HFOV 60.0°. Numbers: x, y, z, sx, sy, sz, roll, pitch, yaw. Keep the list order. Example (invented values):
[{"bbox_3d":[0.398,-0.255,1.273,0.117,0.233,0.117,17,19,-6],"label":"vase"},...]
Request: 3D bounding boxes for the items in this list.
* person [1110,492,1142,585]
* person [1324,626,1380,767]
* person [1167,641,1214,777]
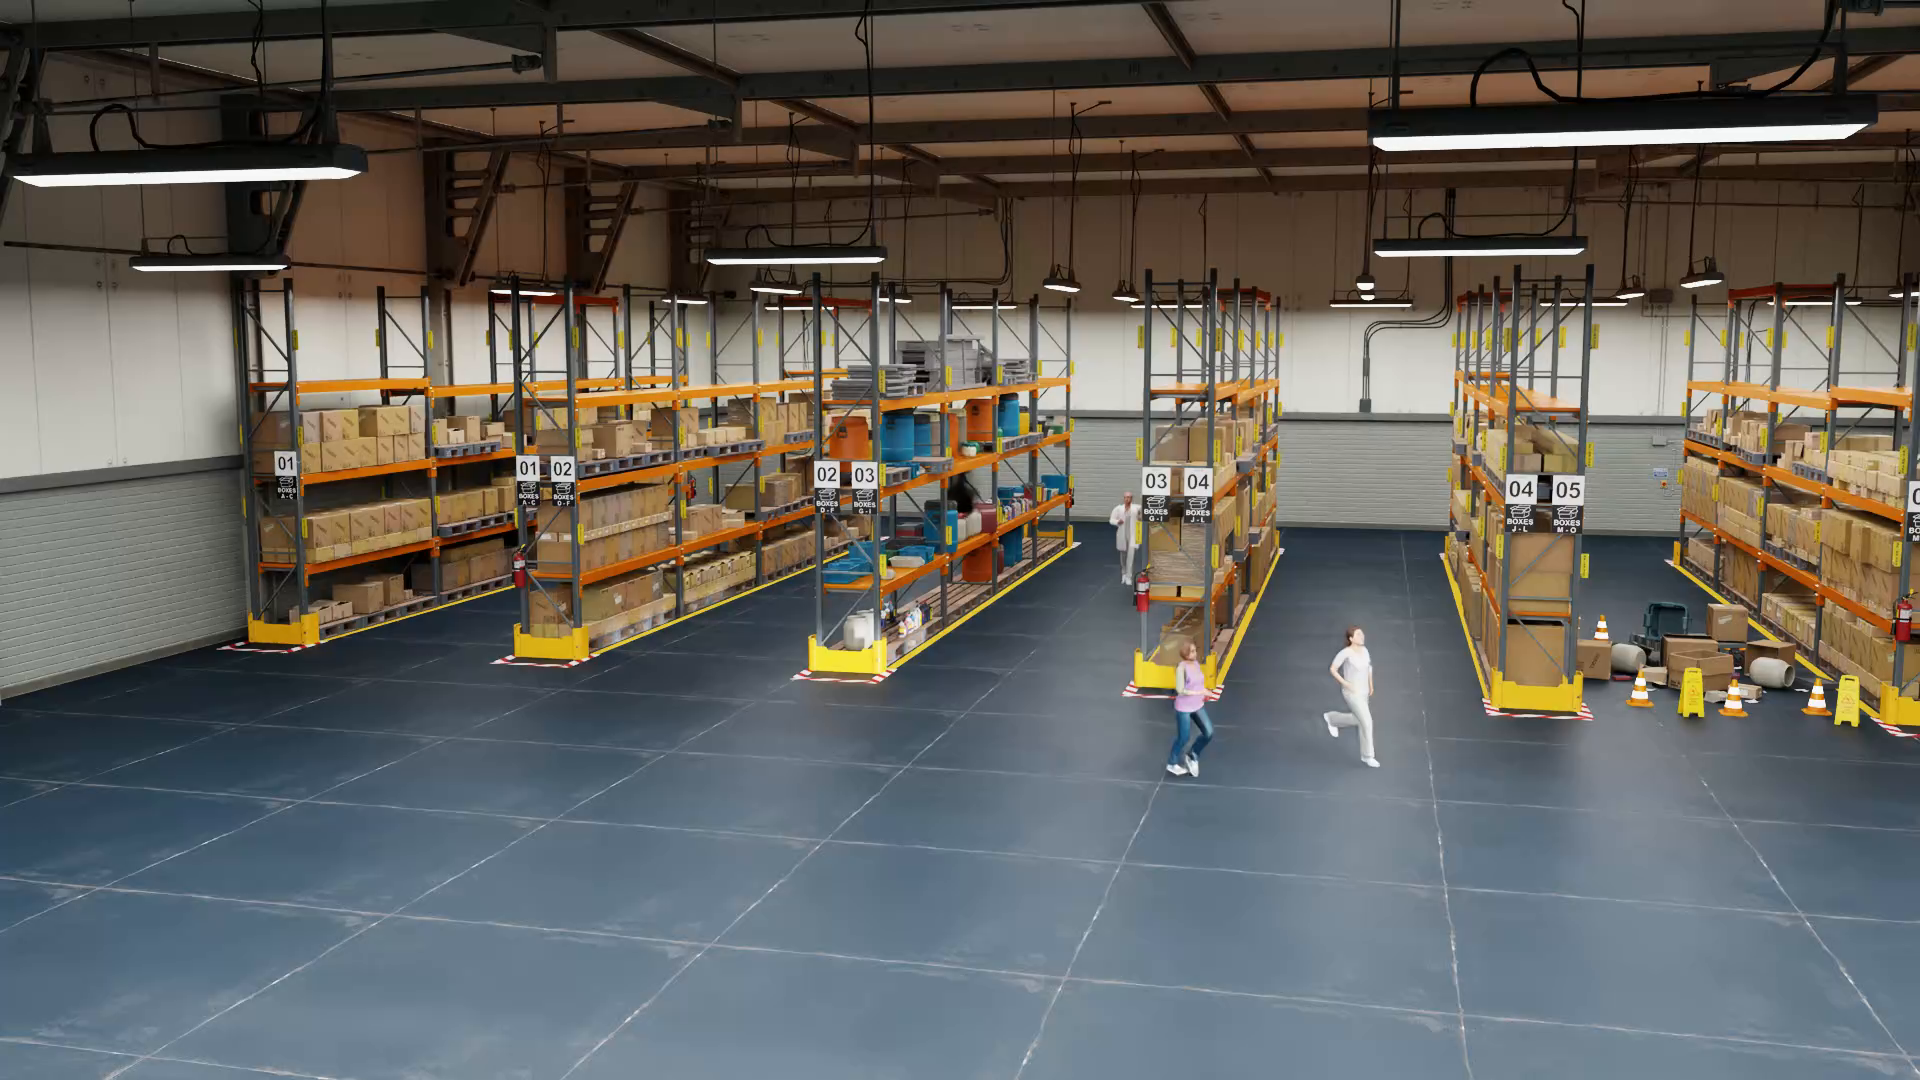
[{"bbox_3d":[3.255,-0.015,32.282,0.725,1.825,1.093,2,7,13],"label":"person"},{"bbox_3d":[4.696,1.836,19.910,0.558,1.645,0.898,-5,9,-38],"label":"person"},{"bbox_3d":[2.641,1.984,18.996,0.510,1.484,0.644,-6,9,-40],"label":"person"}]
